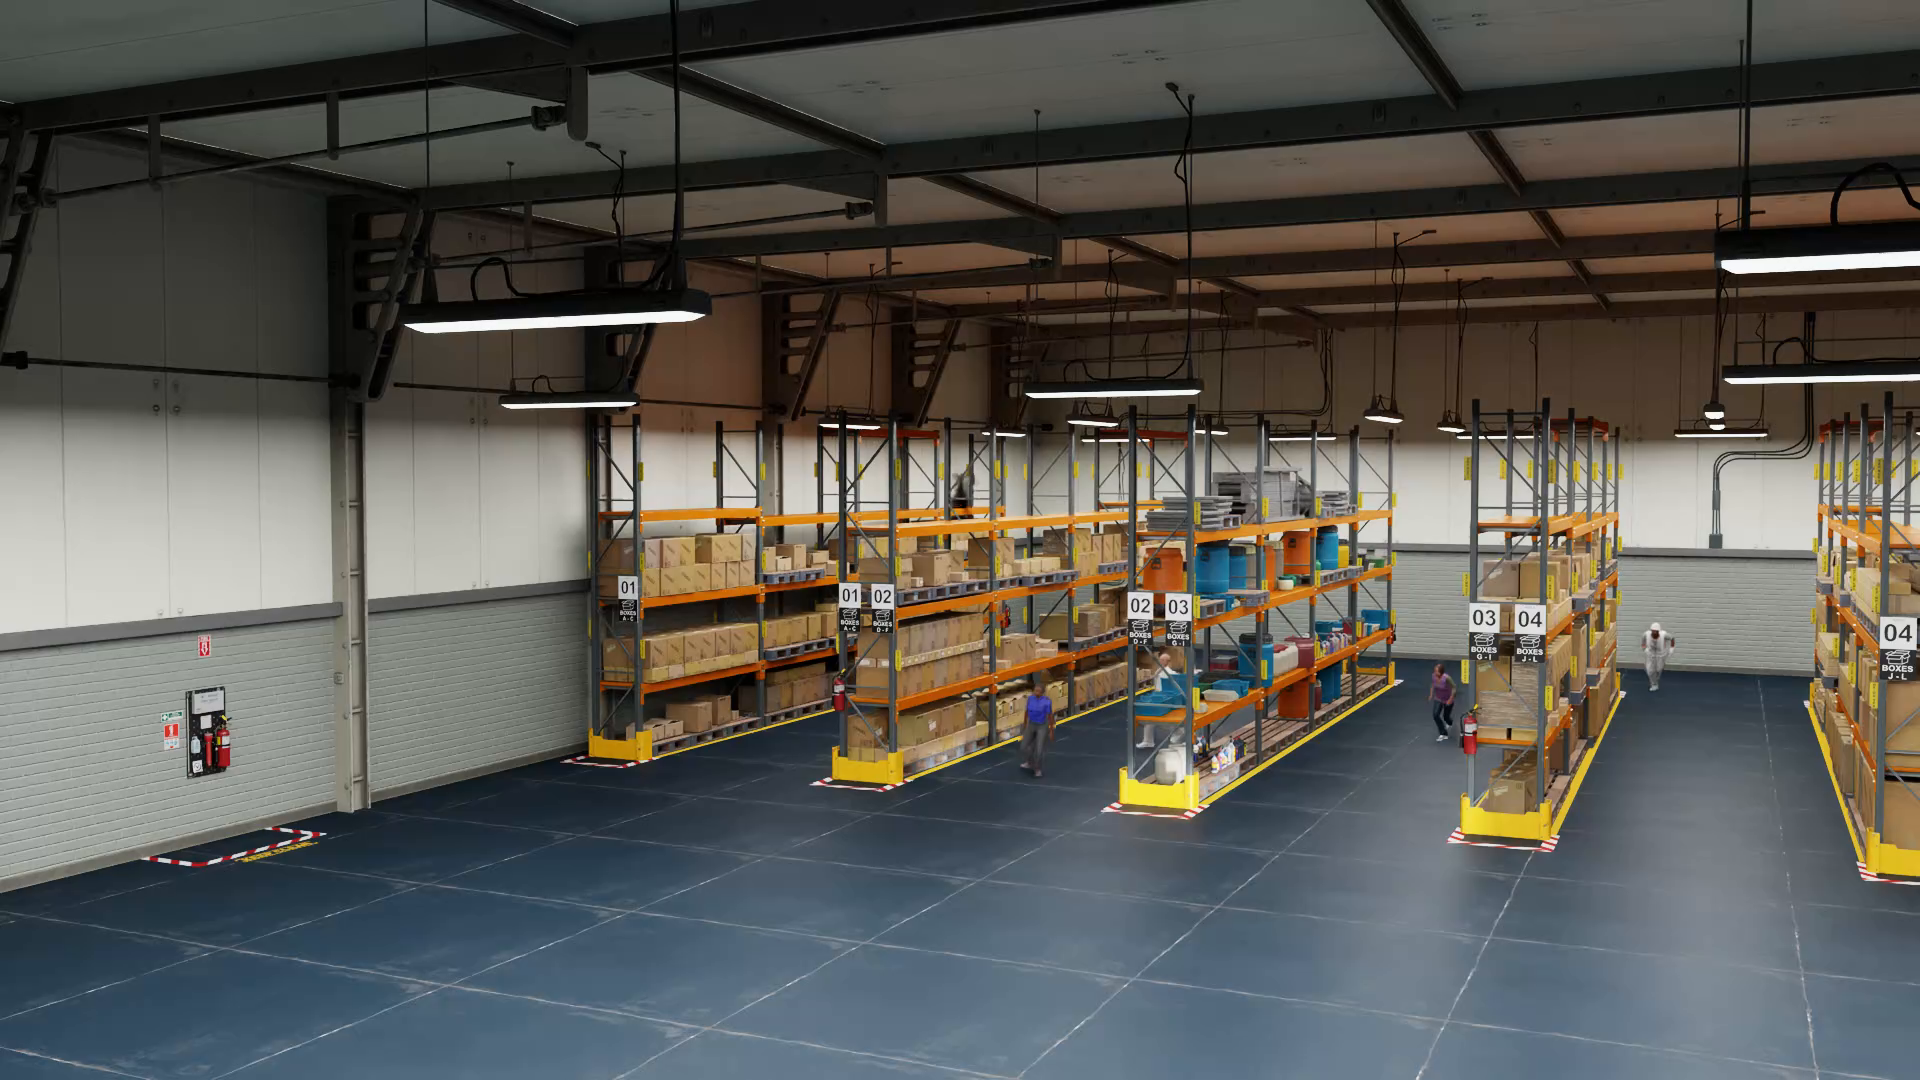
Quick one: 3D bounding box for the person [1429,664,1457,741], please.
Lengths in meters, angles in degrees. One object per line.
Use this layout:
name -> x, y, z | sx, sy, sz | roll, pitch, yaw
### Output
person -> 9.066, 3.008, 31.046 | 0.540, 1.451, 0.942 | 2, 3, 36

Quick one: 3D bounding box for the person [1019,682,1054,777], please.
person -> 1.267, 3.090, 27.307 | 0.744, 1.567, 0.614 | 1, 3, 26

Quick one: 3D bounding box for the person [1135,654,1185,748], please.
person -> 3.684, 2.903, 29.918 | 0.925, 1.729, 0.745 | -1, 3, -23

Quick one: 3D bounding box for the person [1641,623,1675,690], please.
person -> 15.859, 2.660, 37.802 | 0.713, 1.582, 0.840 | 1, 3, 24
